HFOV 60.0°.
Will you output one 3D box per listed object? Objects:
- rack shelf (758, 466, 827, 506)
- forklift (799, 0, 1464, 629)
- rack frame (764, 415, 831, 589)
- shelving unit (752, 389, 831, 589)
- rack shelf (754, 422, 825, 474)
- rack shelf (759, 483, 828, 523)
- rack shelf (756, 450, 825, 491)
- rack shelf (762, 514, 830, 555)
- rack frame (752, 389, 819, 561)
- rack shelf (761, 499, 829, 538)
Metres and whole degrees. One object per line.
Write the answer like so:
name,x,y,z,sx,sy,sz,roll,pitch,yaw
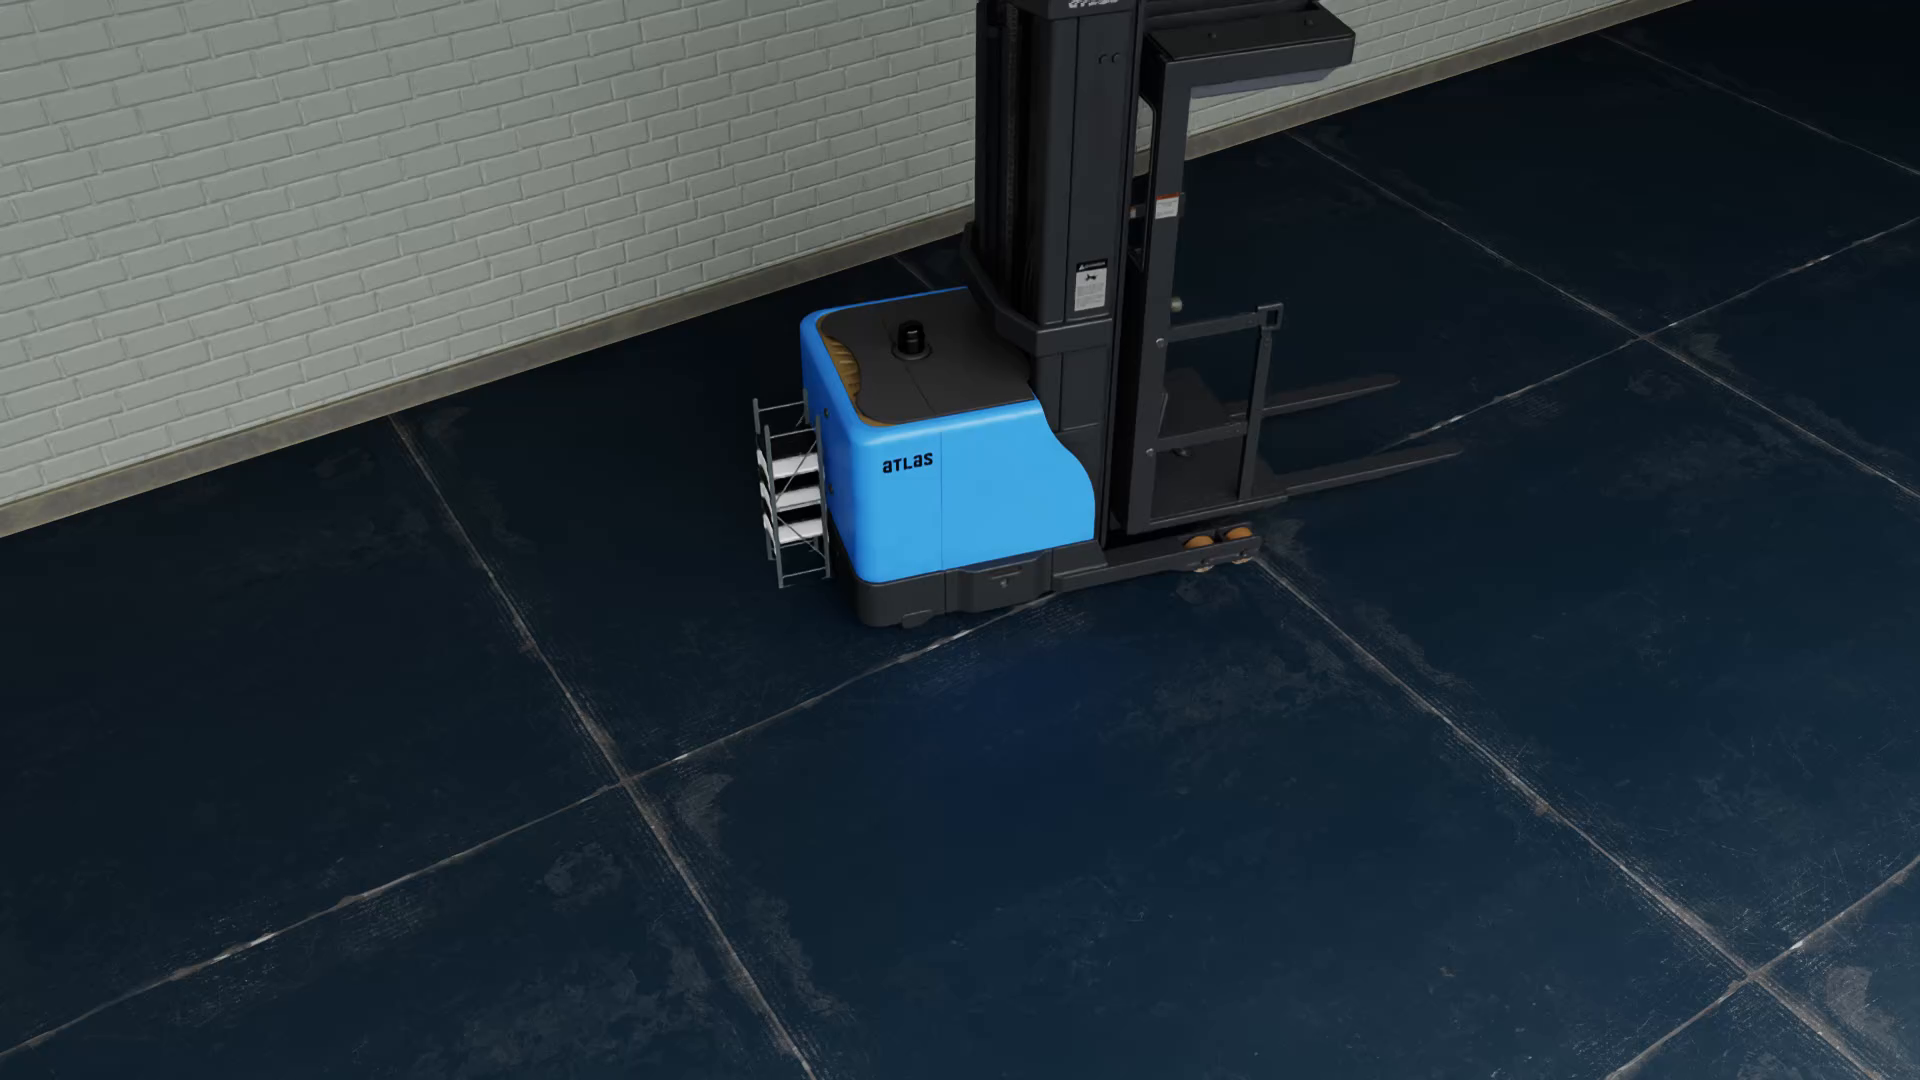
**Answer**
rack shelf,-0.734,-0.258,7.268,0.258,0.077,0.200,-12,41,-14
forklift,0.859,-1.291,7.010,3.031,2.935,1.130,-12,41,-14
rack frame,-0.701,-0.153,7.230,0.240,0.900,0.006,-12,41,-14
shelving unit,-0.734,-0.214,7.304,0.258,0.900,0.210,-12,41,-14
rack shelf,-0.734,-0.396,7.153,0.258,0.077,0.200,-12,41,-14
rack shelf,-0.734,-0.189,7.325,0.258,0.077,0.200,-12,41,-14
rack shelf,-0.734,-0.327,7.210,0.258,0.077,0.200,-12,41,-14
rack shelf,-0.734,-0.050,7.441,0.258,0.077,0.200,-12,41,-14
rack frame,-0.767,-0.276,7.378,0.240,0.900,0.006,-12,41,-14
rack shelf,-0.734,-0.120,7.383,0.258,0.077,0.200,-12,41,-14
